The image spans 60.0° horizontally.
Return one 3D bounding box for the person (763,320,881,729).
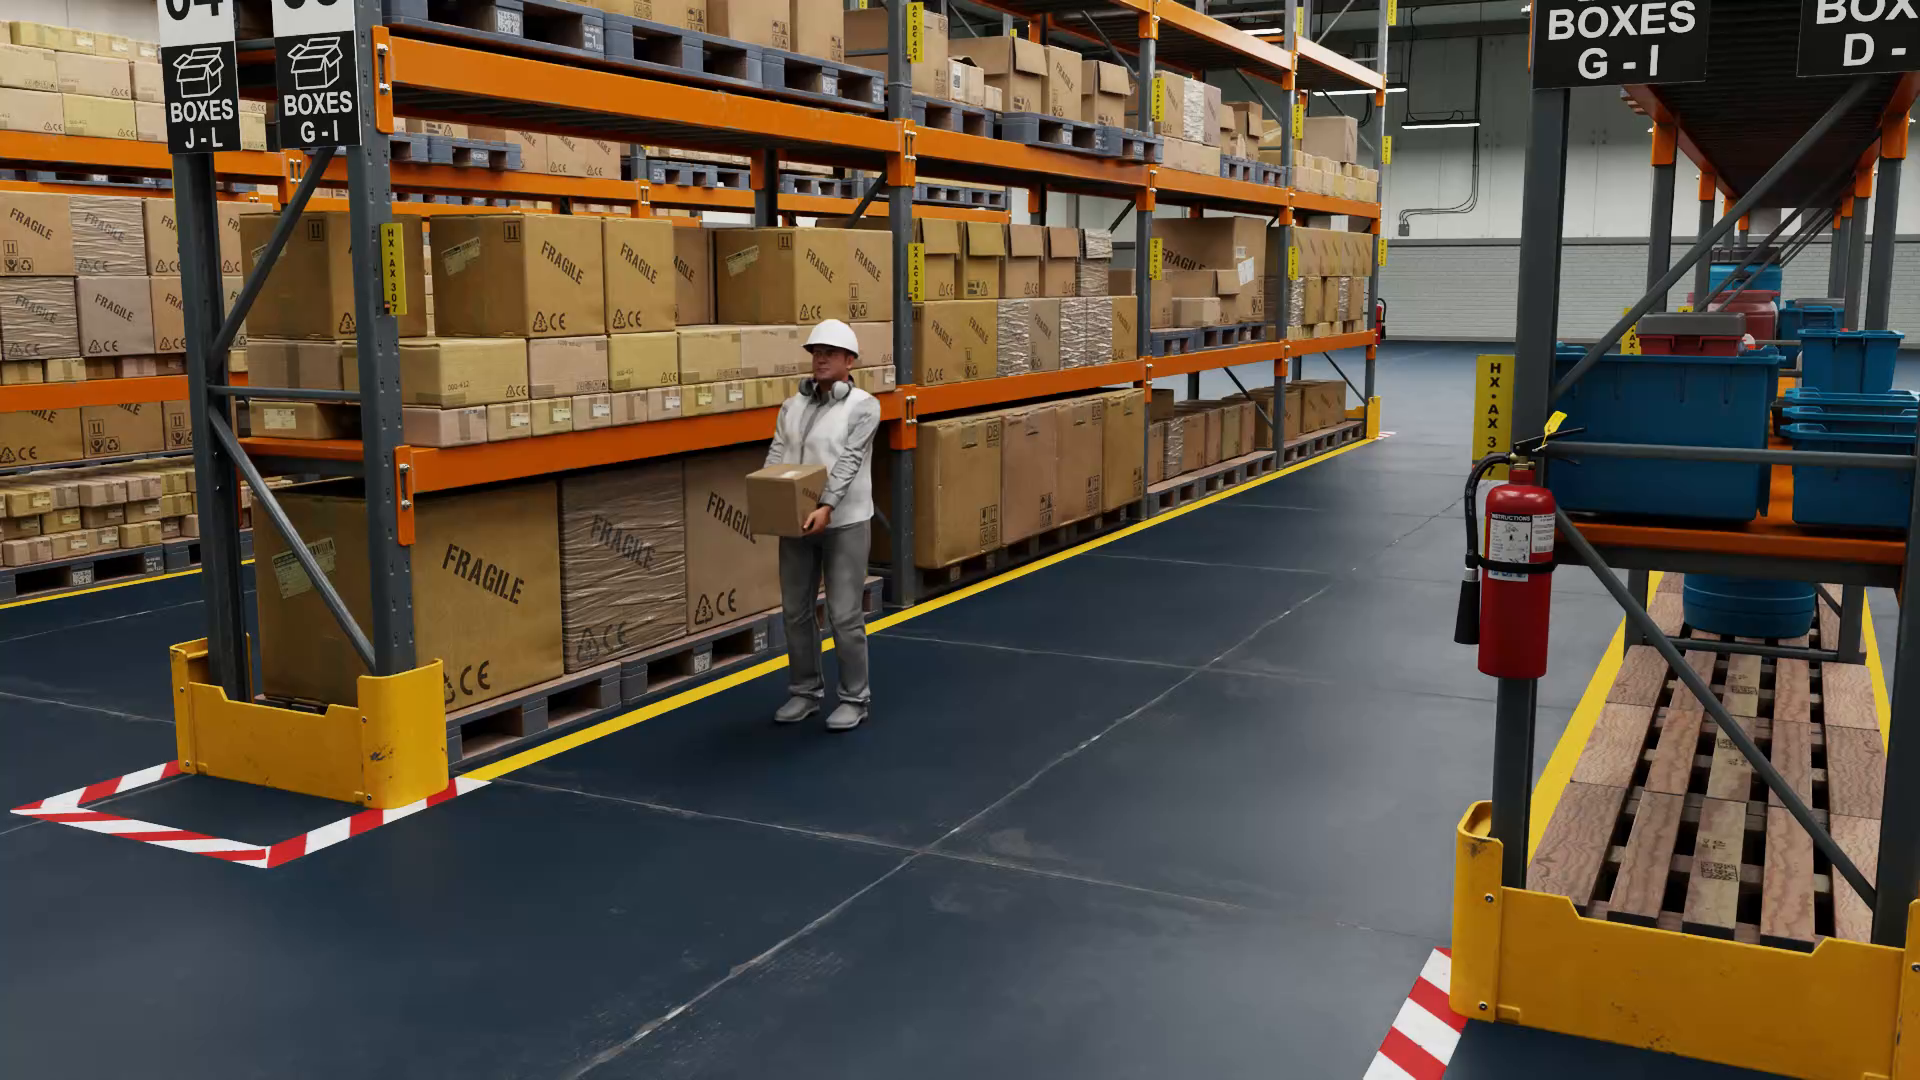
[{"bbox_3d":[-0.621,-0.060,7.185,0.494,1.765,0.546,5,10,27],"label":"person"}]
